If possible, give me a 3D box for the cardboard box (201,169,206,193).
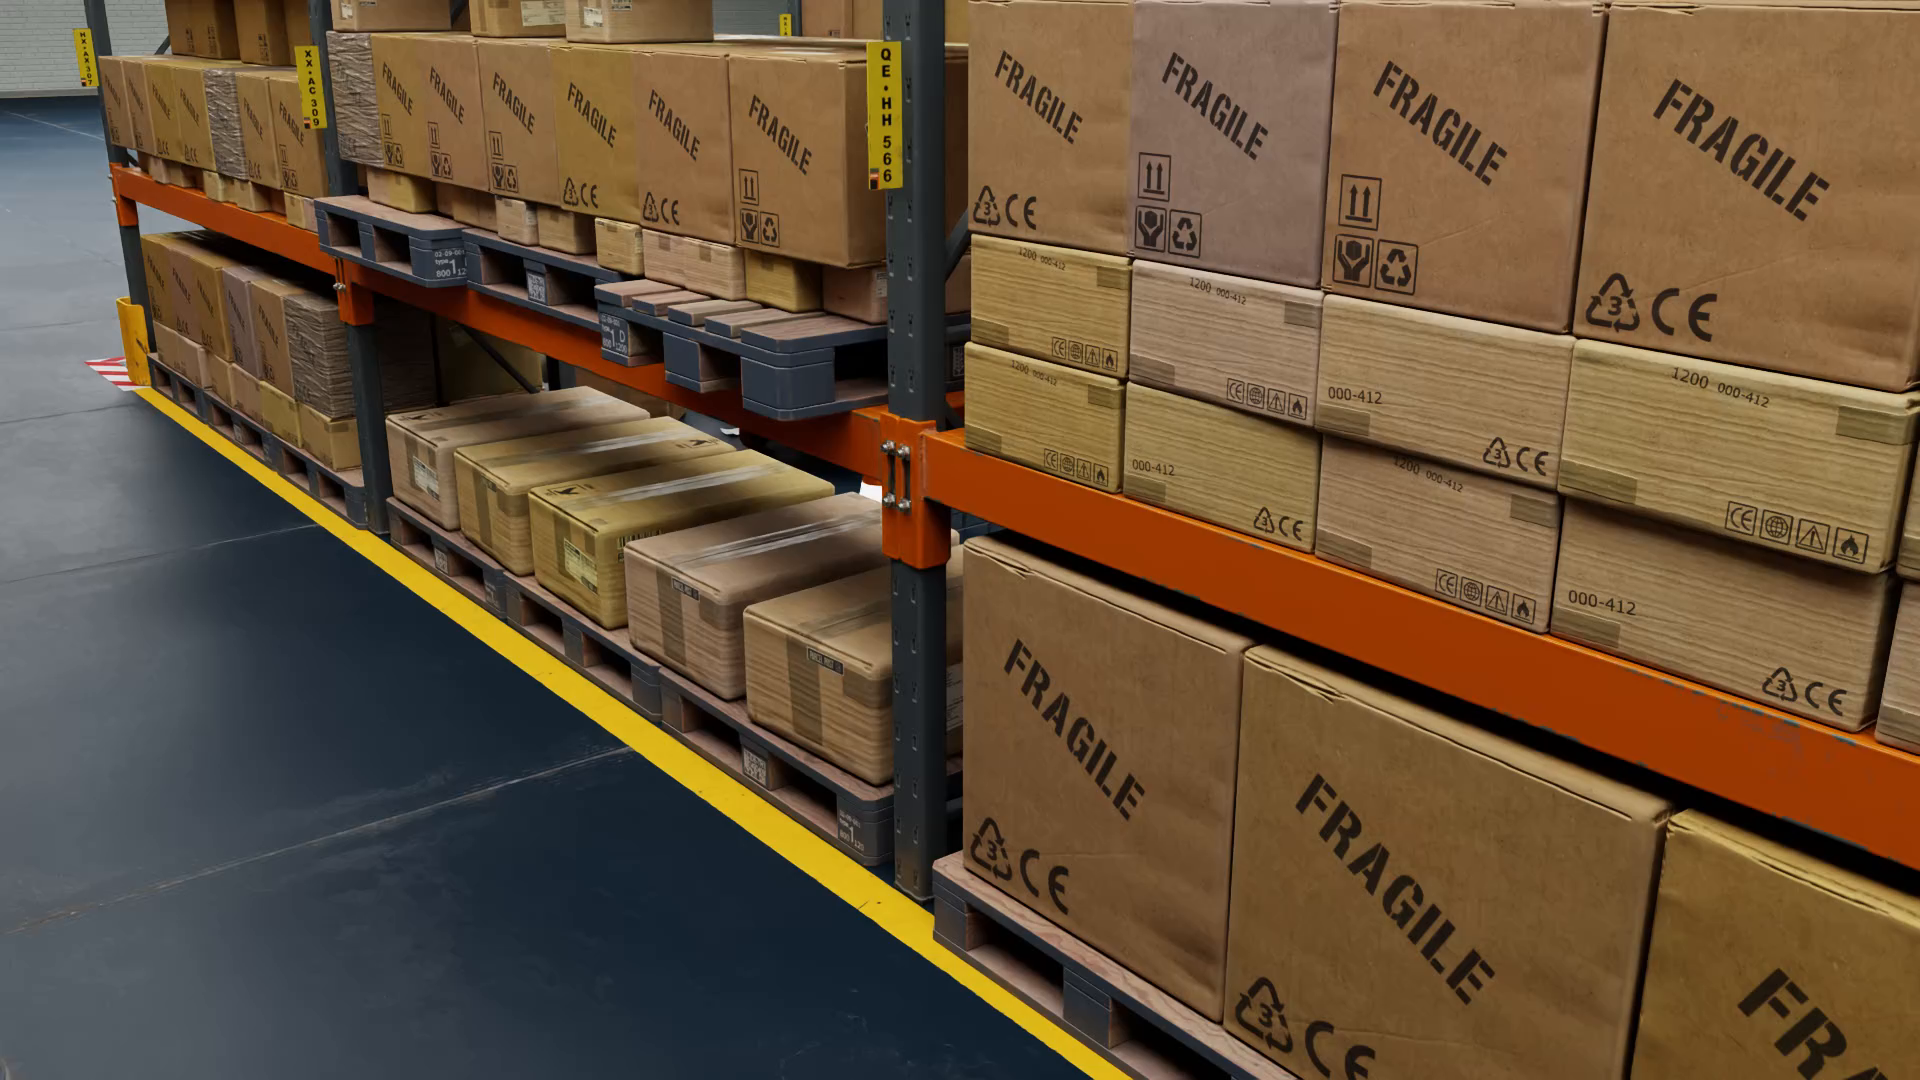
[{"bbox_3d":[-3.738,-1.898,8.721,0.380,0.149,0.250,-15,23,-38],"label":"cardboard box"}]

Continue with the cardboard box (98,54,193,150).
[{"bbox_3d":[-4.639,-2.552,9.667,0.500,0.500,0.500,-14,23,-37],"label":"cardboard box"}]

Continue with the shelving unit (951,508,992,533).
[{"bbox_3d":[-0.009,-0.573,7.185,0.258,1.200,0.189,-14,23,-36],"label":"shelving unit"}]

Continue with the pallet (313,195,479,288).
[{"bbox_3d":[-1.872,-1.241,6.644,1.003,0.211,1.213,-14,23,-36],"label":"pallet"}]

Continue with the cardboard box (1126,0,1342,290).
[{"bbox_3d":[0.681,-0.796,3.244,0.500,0.500,0.500,-14,23,-36],"label":"cardboard box"}]

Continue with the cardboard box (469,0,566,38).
[{"bbox_3d":[-1.462,-1.812,5.732,0.380,0.149,0.250,-12,22,-33],"label":"cardboard box"}]

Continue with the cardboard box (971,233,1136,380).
[{"bbox_3d":[0.372,-0.556,3.714,0.500,0.250,0.500,-14,23,-36],"label":"cardboard box"}]

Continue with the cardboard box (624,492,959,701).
[{"bbox_3d":[-0.556,0.163,5.610,0.950,0.372,0.625,-15,23,-37],"label":"cardboard box"}]

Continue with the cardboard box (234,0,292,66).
[{"bbox_3d":[-3.321,-2.733,8.621,0.700,0.500,0.500,-14,23,-36],"label":"cardboard box"}]

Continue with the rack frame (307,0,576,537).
[{"bbox_3d":[-2.232,-1.549,7.268,1.000,3.000,0.127,-14,23,-36],"label":"rack frame"}]

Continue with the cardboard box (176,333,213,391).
[{"bbox_3d":[-4.121,-1.049,9.464,0.500,0.250,0.500,-13,22,-34],"label":"cardboard box"}]

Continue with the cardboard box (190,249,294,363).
[{"bbox_3d":[-3.783,-1.273,8.948,0.500,0.500,0.500,-13,23,-35],"label":"cardboard box"}]

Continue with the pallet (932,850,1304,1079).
[{"bbox_3d":[0.682,0.969,4.099,1.003,0.211,1.213,-14,23,-36],"label":"pallet"}]

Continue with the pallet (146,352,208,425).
[{"bbox_3d":[-4.192,-0.985,10.002,1.003,0.211,1.213,-14,23,-36],"label":"pallet"}]

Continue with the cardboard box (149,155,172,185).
[{"bbox_3d":[-4.277,-2.079,9.269,0.380,0.149,0.250,-14,23,-35],"label":"cardboard box"}]

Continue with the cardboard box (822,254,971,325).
[{"bbox_3d":[-0.137,-0.678,4.371,0.380,0.149,0.250,-13,22,-34],"label":"cardboard box"}]

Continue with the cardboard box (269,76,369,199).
[{"bbox_3d":[-2.703,-1.799,7.390,0.500,0.500,0.500,-15,23,-37],"label":"cardboard box"}]

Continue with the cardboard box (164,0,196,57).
[{"bbox_3d":[-4.227,-3.115,9.774,0.700,0.500,0.500,-15,23,-37],"label":"cardboard box"}]

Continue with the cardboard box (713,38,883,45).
[{"bbox_3d":[-0.511,-1.364,5.410,0.500,0.500,0.500,-14,23,-35],"label":"cardboard box"}]

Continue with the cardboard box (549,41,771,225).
[{"bbox_3d":[-0.893,-1.258,5.091,0.500,0.500,0.500,-16,24,-40],"label":"cardboard box"}]

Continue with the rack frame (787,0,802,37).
[{"bbox_3d":[-0.898,-3.526,13.238,1.000,3.000,0.127,-14,23,-36],"label":"rack frame"}]

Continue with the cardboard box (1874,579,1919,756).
[{"bbox_3d":[1.645,0.178,2.290,0.500,0.250,0.500,-15,23,-38],"label":"cardboard box"}]

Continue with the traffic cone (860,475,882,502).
[{"bbox_3d":[-0.365,-0.312,7.570,0.336,0.463,0.334,-14,23,-36],"label":"traffic cone"}]

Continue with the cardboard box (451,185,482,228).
[{"bbox_3d":[-1.626,-1.241,6.071,0.380,0.149,0.250,-14,23,-35],"label":"cardboard box"}]

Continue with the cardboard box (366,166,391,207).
[{"bbox_3d":[-2.137,-1.431,6.644,0.380,0.149,0.250,-14,23,-35],"label":"cardboard box"}]

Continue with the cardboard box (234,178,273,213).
[{"bbox_3d":[-3.304,-1.699,8.122,0.380,0.149,0.250,-14,23,-37],"label":"cardboard box"}]

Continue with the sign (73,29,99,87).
[{"bbox_3d":[-5.141,-2.840,9.789,0.100,0.325,0.005,-14,23,-36],"label":"sign"}]

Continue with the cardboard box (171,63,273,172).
[{"bbox_3d":[-3.676,-2.176,8.531,0.500,0.500,0.500,-15,23,-37],"label":"cardboard box"}]

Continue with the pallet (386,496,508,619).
[{"bbox_3d":[-1.748,-0.034,7.128,1.003,0.211,1.213,-14,23,-36],"label":"pallet"}]

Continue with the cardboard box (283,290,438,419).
[{"bbox_3d":[-2.810,-0.892,7.799,0.500,0.500,0.500,-14,23,-37],"label":"cardboard box"}]

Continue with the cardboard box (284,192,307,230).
[{"bbox_3d":[-2.831,-1.510,7.549,0.380,0.149,0.250,-13,23,-35],"label":"cardboard box"}]

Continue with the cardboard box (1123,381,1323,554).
[{"bbox_3d":[0.691,-0.199,3.431,0.500,0.250,0.500,-15,23,-38],"label":"cardboard box"}]

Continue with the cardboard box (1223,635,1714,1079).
[{"bbox_3d":[1.166,0.653,3.331,0.875,0.875,0.875,-14,23,-35],"label":"cardboard box"}]

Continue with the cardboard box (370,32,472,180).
[{"bbox_3d":[-1.854,-1.642,6.250,0.500,0.500,0.500,-14,23,-36],"label":"cardboard box"}]

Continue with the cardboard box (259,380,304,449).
[{"bbox_3d":[-3.148,-0.665,8.307,0.500,0.250,0.500,-15,23,-38],"label":"cardboard box"}]

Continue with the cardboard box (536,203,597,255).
[{"bbox_3d":[-1.161,-1.045,5.477,0.380,0.149,0.250,-15,23,-38],"label":"cardboard box"}]

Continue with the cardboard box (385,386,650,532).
[{"bbox_3d":[-1.905,-0.372,7.227,0.950,0.372,0.625,-14,23,-35],"label":"cardboard box"}]

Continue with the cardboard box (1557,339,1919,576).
[{"bbox_3d":[1.297,-0.176,2.566,0.500,0.250,0.500,-13,23,-35],"label":"cardboard box"}]

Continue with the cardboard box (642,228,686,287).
[{"bbox_3d":[-0.701,-0.847,4.881,0.380,0.149,0.250,-15,24,-39],"label":"cardboard box"}]

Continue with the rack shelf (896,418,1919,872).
[{"bbox_3d":[1.493,0.271,2.917,1.077,0.370,4.000,-14,23,-36],"label":"rack shelf"}]
